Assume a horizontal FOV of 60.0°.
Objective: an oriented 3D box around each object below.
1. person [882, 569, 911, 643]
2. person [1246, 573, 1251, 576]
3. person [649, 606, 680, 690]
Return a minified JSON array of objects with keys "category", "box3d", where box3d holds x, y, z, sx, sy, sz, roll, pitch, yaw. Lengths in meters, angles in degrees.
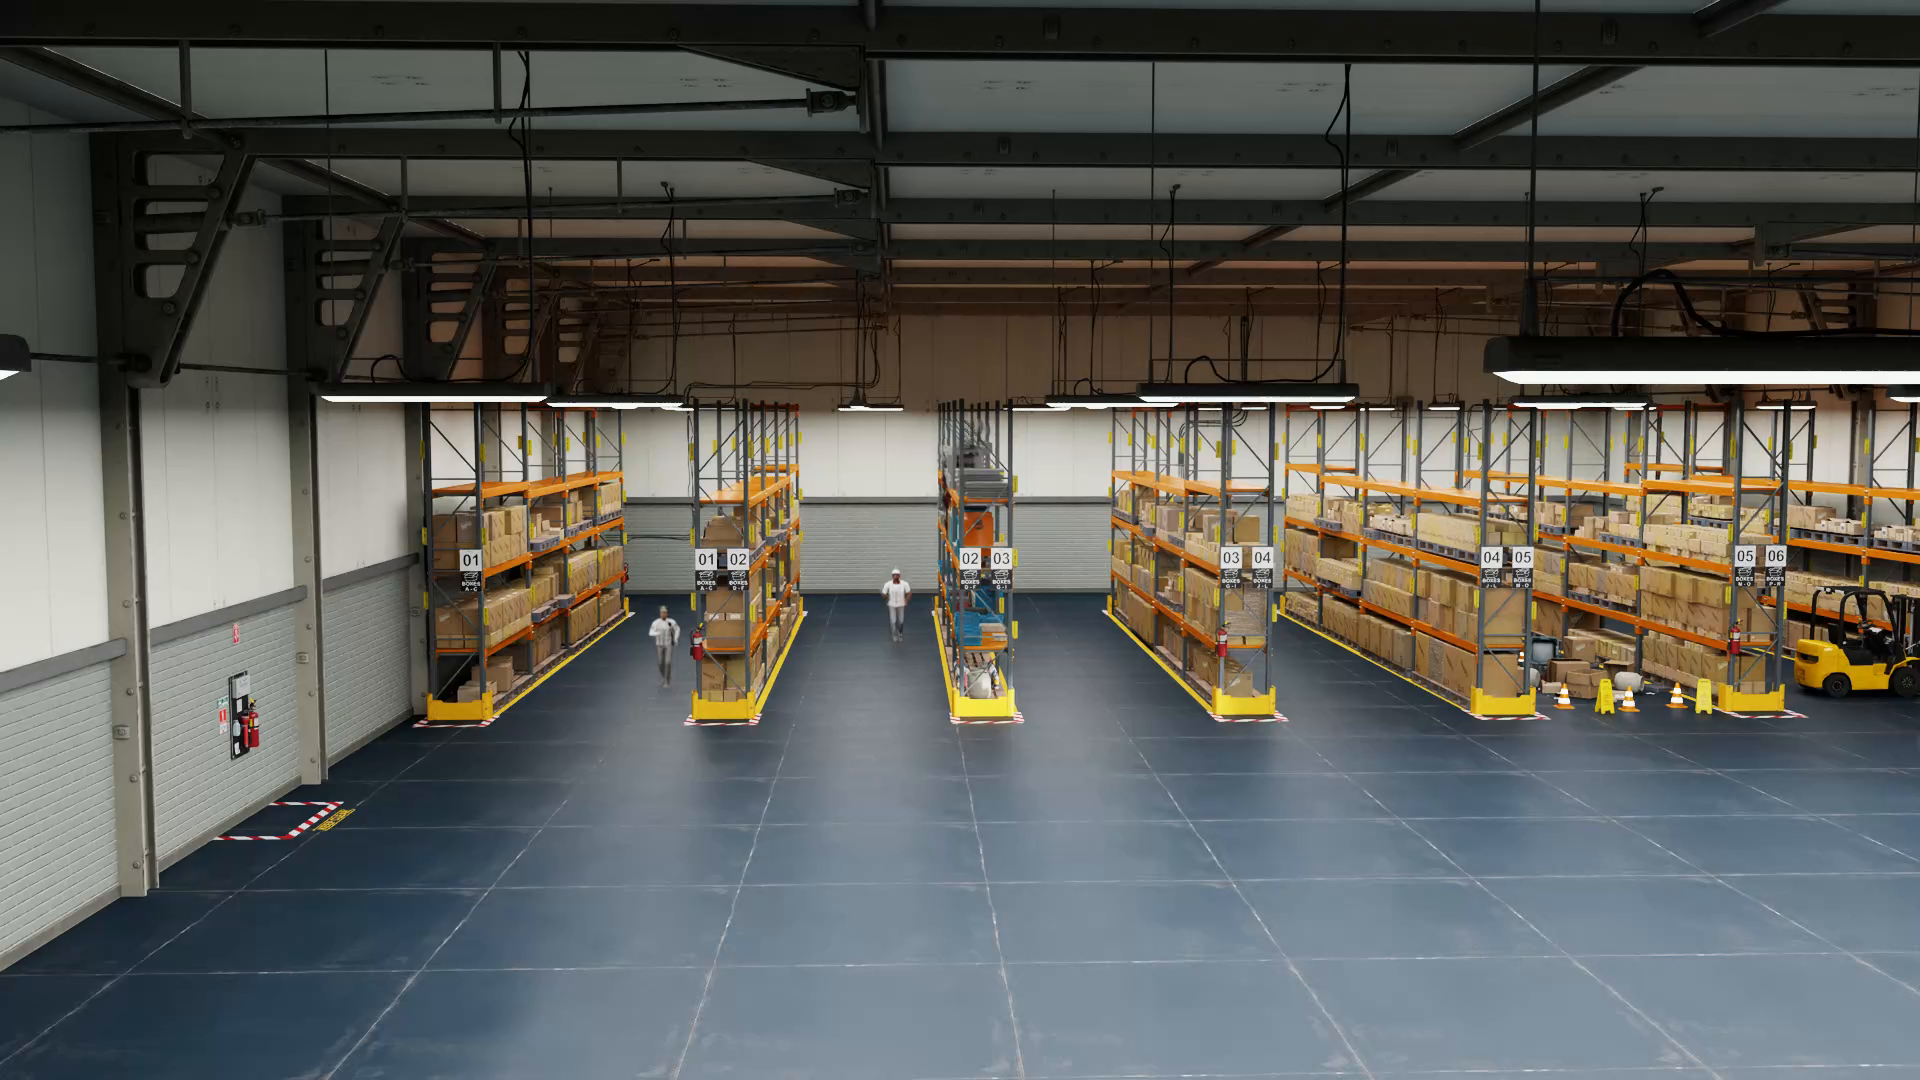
[{"category":"person","box3d":[-1.500,1.585,39.416,0.688,1.770,0.582,0,4,-3]},{"category":"person","box3d":[7.996,1.317,47.317,0.609,1.643,0.877,2,5,28]},{"category":"person","box3d":[-6.180,2.215,34.764,0.604,1.696,0.924,0,4,-4]}]
